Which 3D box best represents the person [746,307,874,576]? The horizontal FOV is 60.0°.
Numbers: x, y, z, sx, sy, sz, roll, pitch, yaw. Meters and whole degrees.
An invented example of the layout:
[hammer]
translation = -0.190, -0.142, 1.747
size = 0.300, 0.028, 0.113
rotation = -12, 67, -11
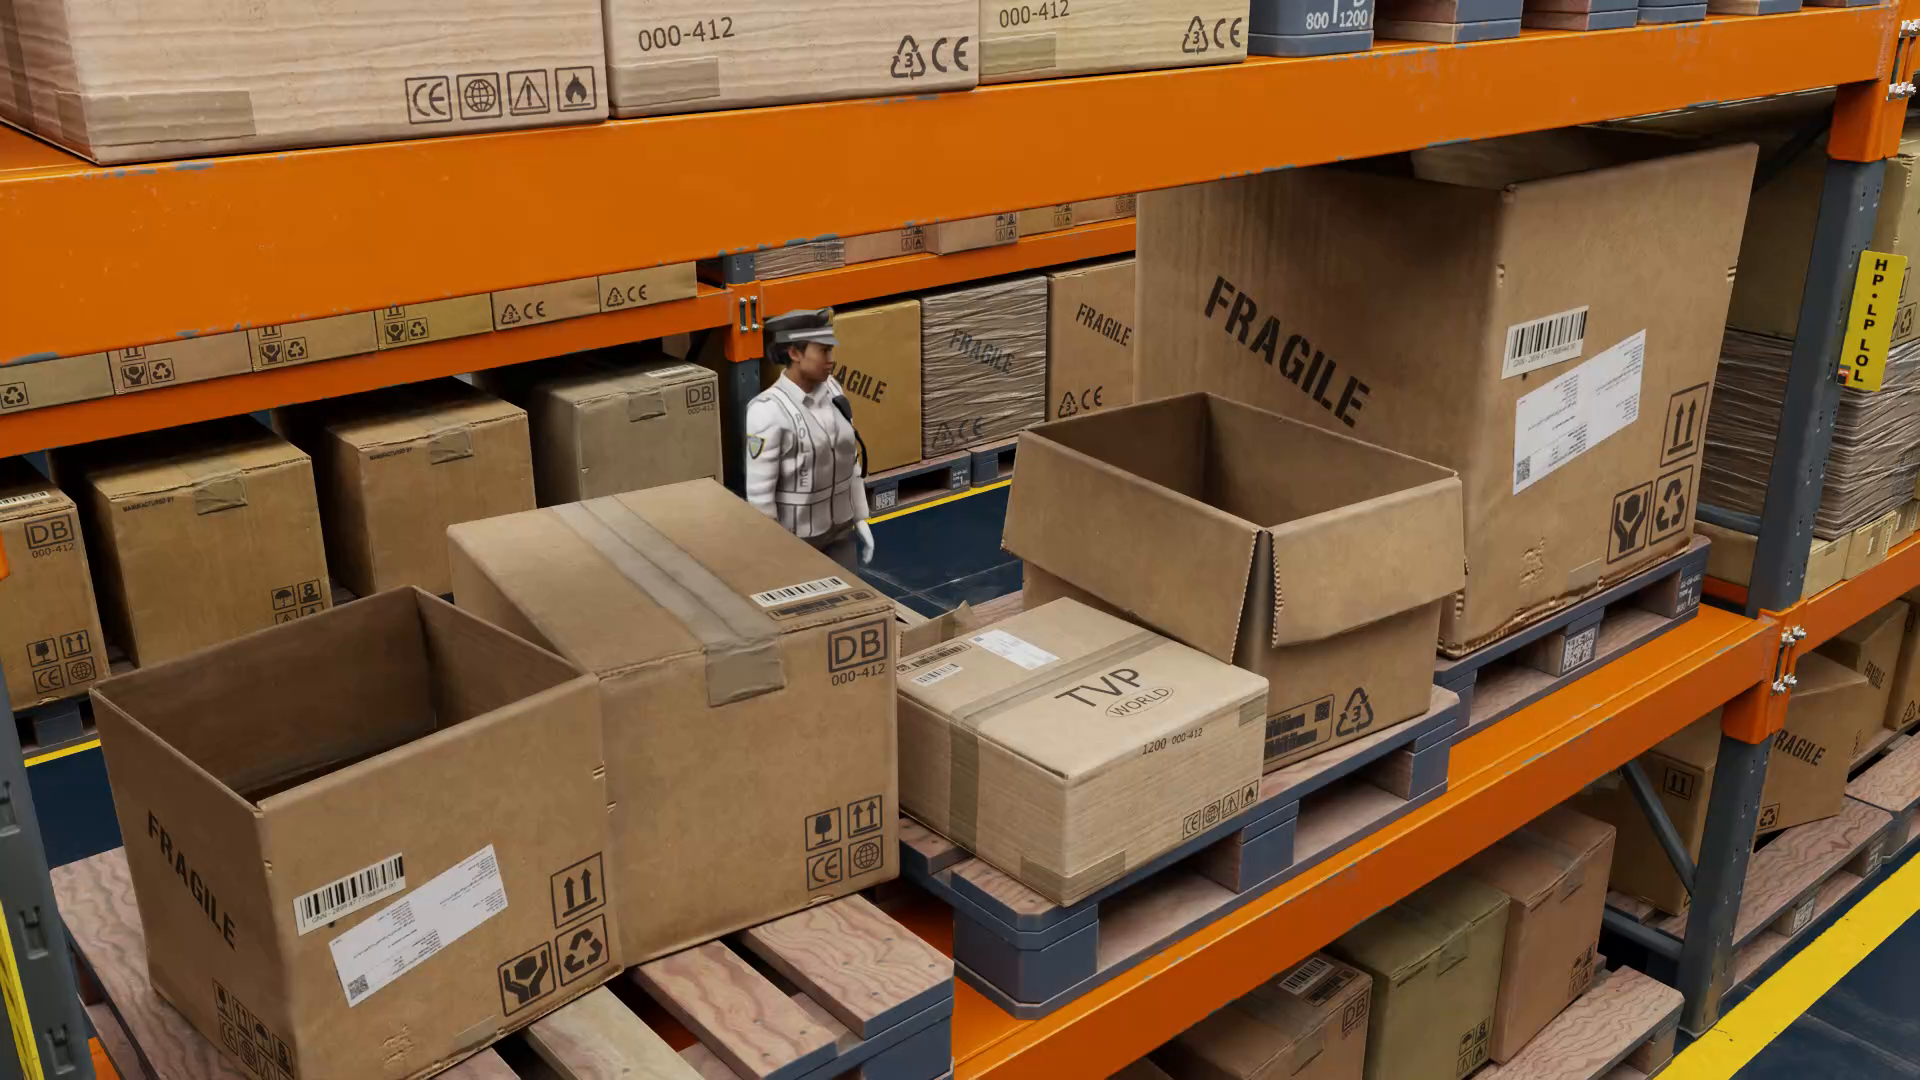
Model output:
[person]
translation = -0.524, -0.001, 5.996
size = 0.451, 1.689, 0.516
rotation = 17, 27, 37
